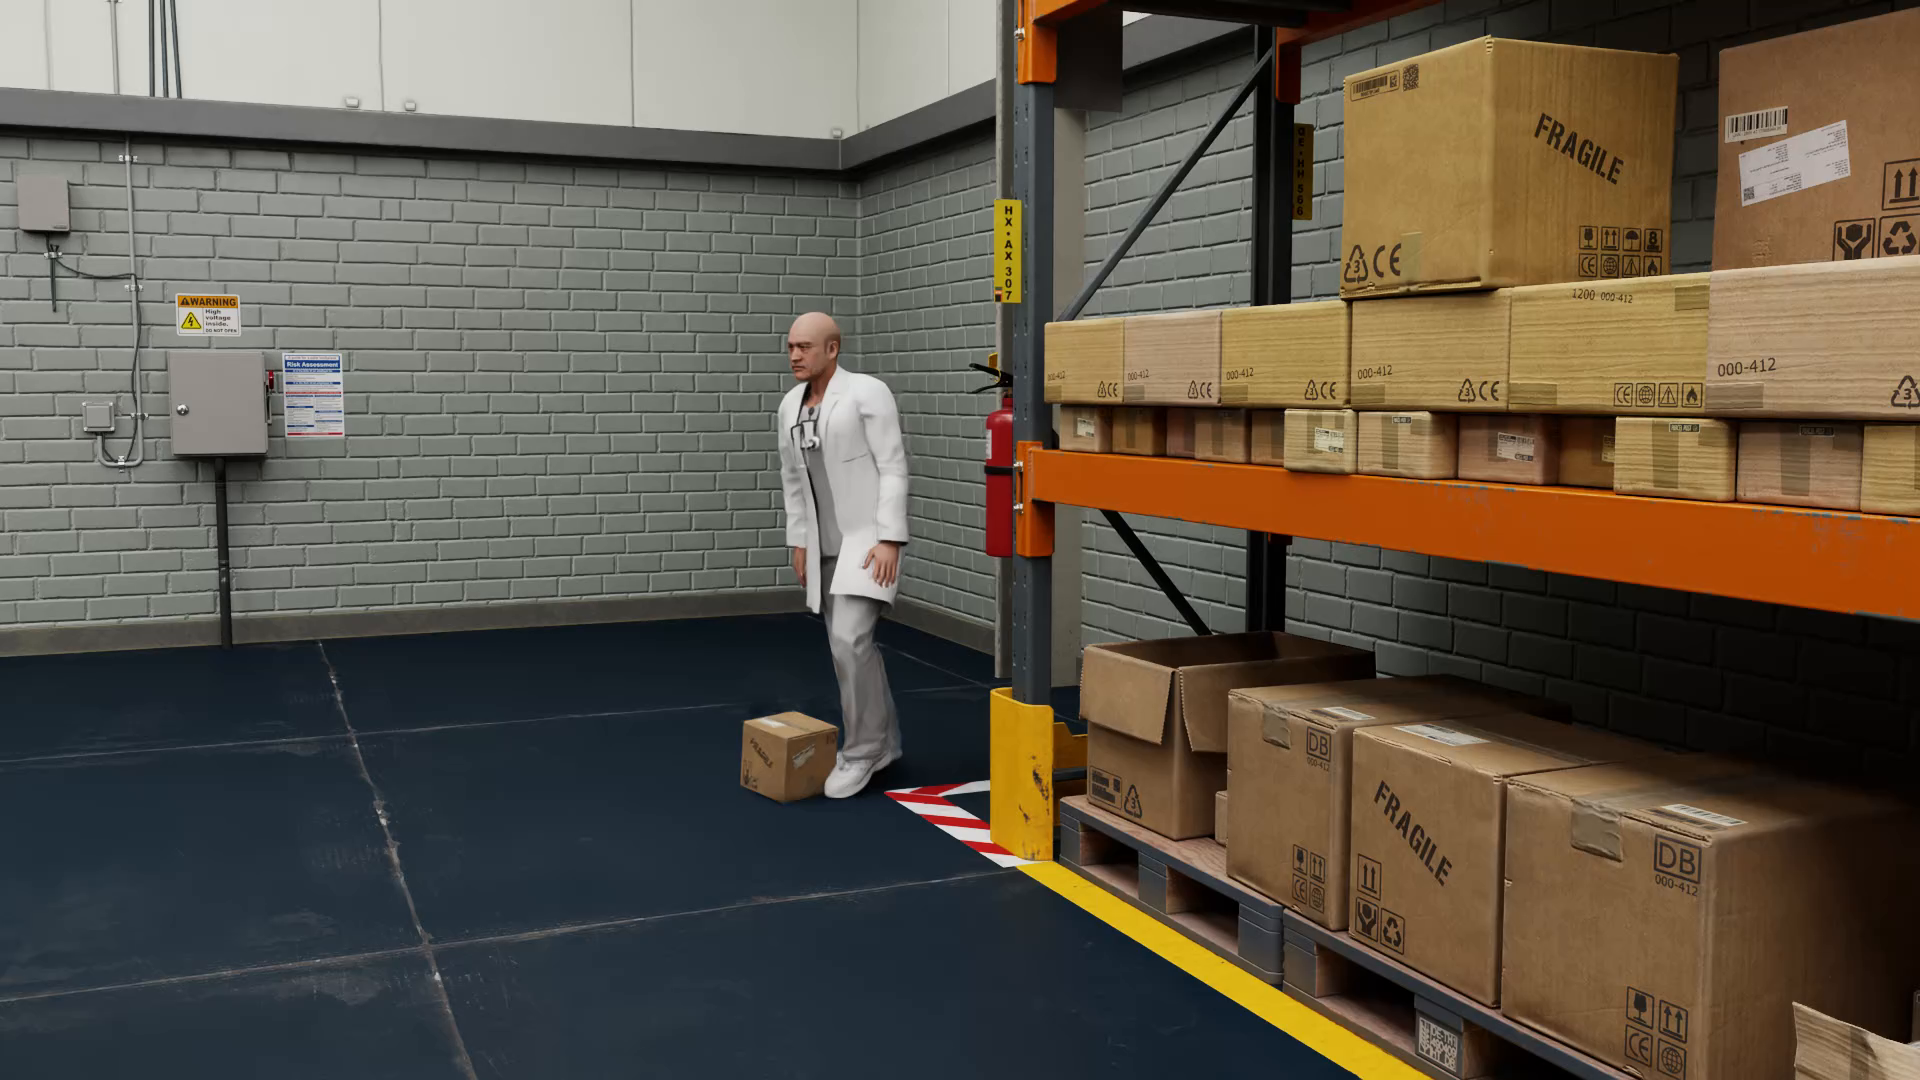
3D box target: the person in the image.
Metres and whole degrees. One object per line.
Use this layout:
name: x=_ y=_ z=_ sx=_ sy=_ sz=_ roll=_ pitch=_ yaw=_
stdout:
person: x=-0.400 y=0.038 z=6.276 sx=0.634 sy=1.772 sz=0.606 roll=5 pitch=7 yaw=41
